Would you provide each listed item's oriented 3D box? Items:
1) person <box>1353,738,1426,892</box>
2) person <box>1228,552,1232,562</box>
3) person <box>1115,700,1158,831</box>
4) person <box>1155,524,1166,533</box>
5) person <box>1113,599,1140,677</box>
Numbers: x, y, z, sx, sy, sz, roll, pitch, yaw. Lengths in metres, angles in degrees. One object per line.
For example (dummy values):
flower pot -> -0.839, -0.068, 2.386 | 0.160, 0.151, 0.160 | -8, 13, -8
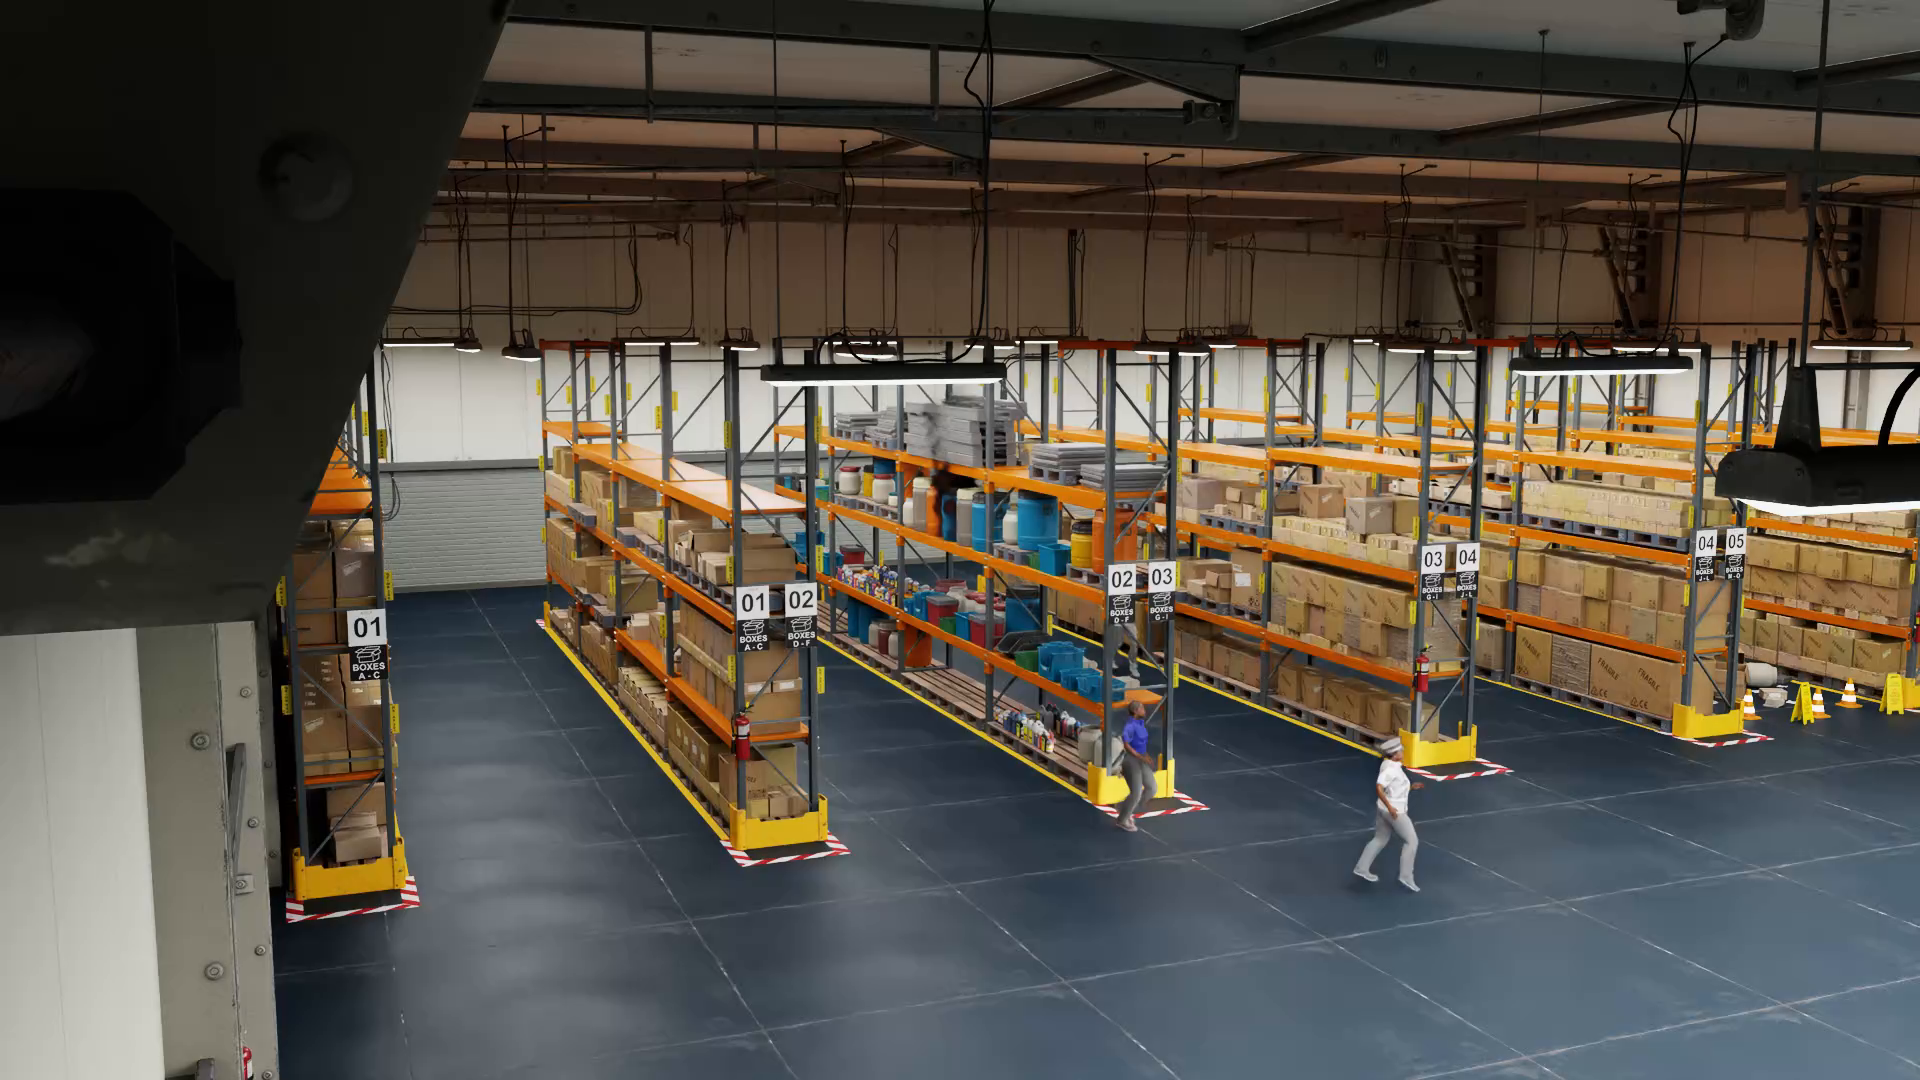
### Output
person -> 4.839, 3.079, 18.649 | 0.755, 1.758, 0.546 | 0, 7, -2
person -> 6.818, 0.131, 41.179 | 0.678, 1.841, 0.675 | -4, 8, -28
person -> 2.257, 2.826, 20.934 | 0.501, 1.613, 0.650 | 4, 8, 26
person -> 4.927, 0.152, 41.066 | 0.752, 1.810, 0.687 | -7, 10, -42
person -> 2.967, 1.550, 30.072 | 0.635, 1.815, 0.841 | -3, 8, -25
